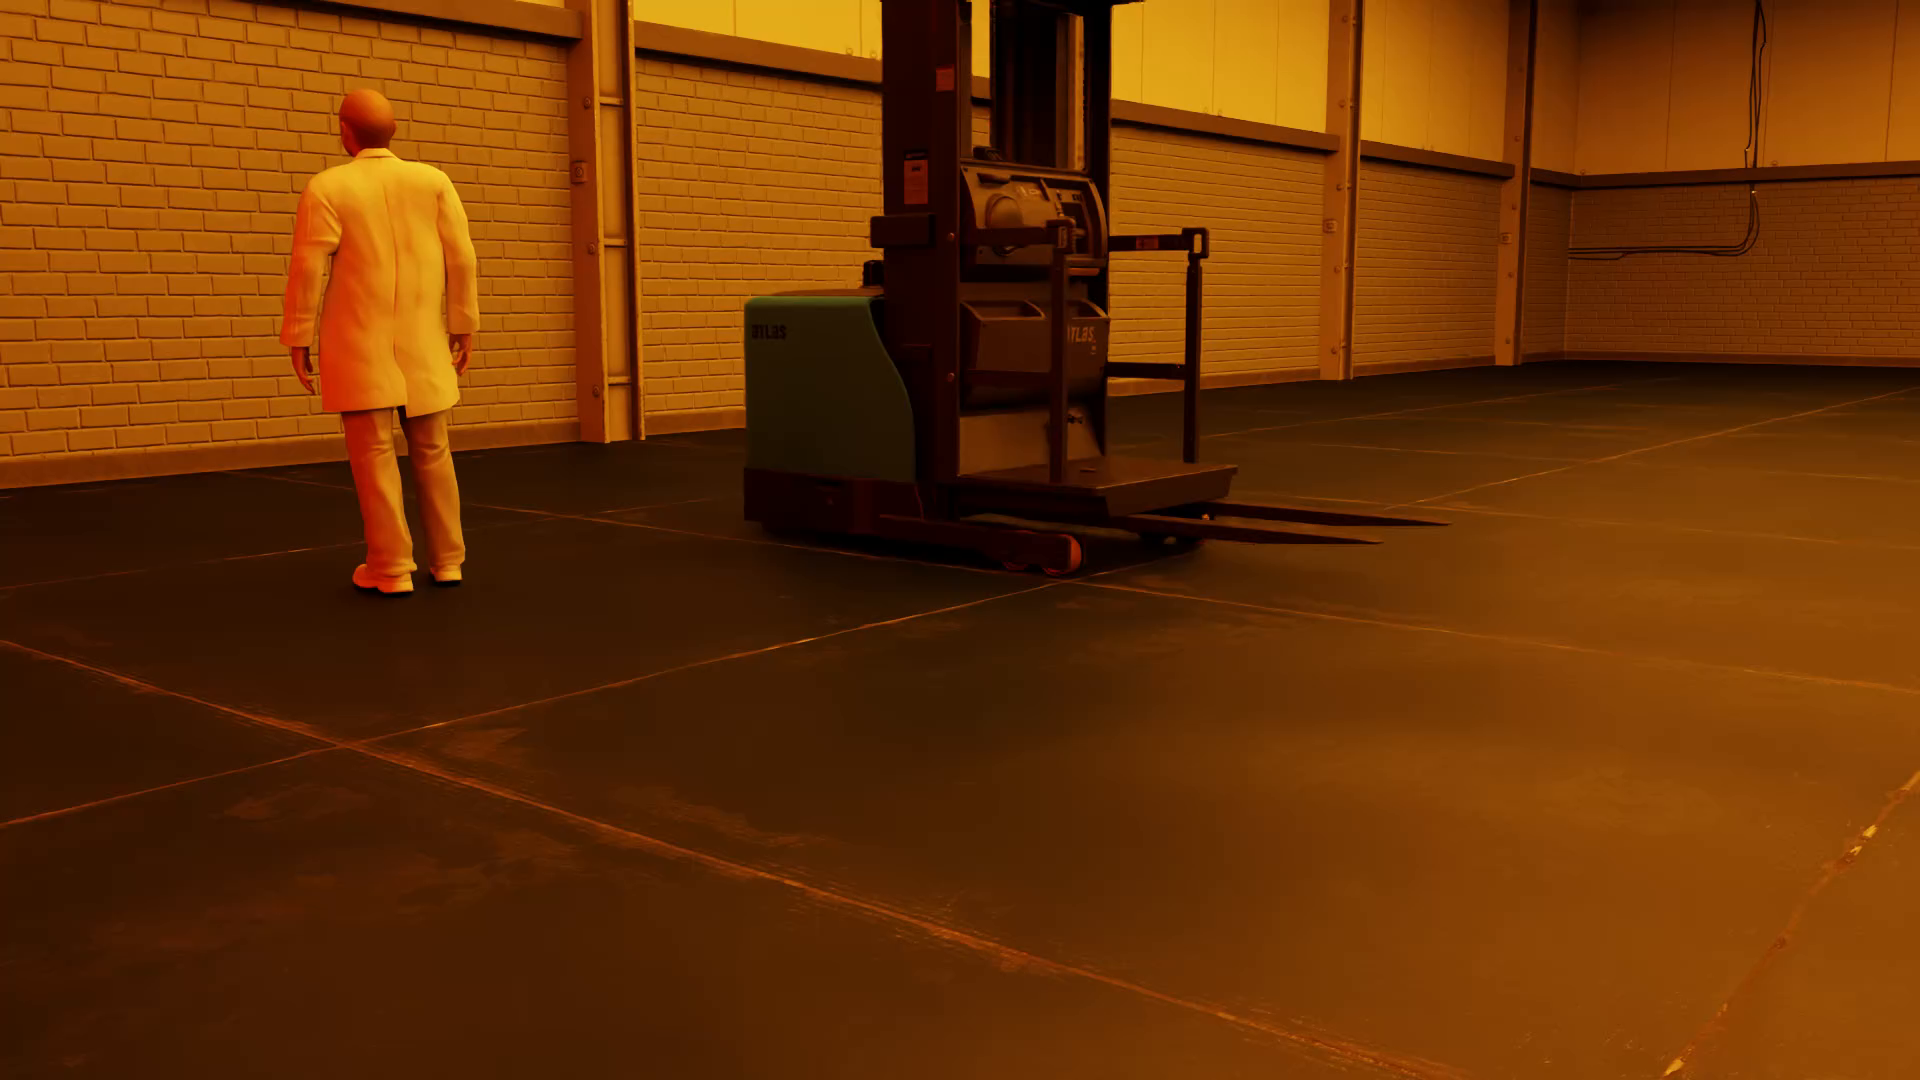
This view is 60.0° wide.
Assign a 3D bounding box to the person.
[{"bbox_3d":[-2.110,-0.705,6.032,0.695,1.776,0.583,-5,10,-33],"label":"person"}]

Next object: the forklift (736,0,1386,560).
[{"bbox_3d":[0.556,-1.493,7.486,3.031,2.935,1.130,-4,9,-26],"label":"forklift"}]
